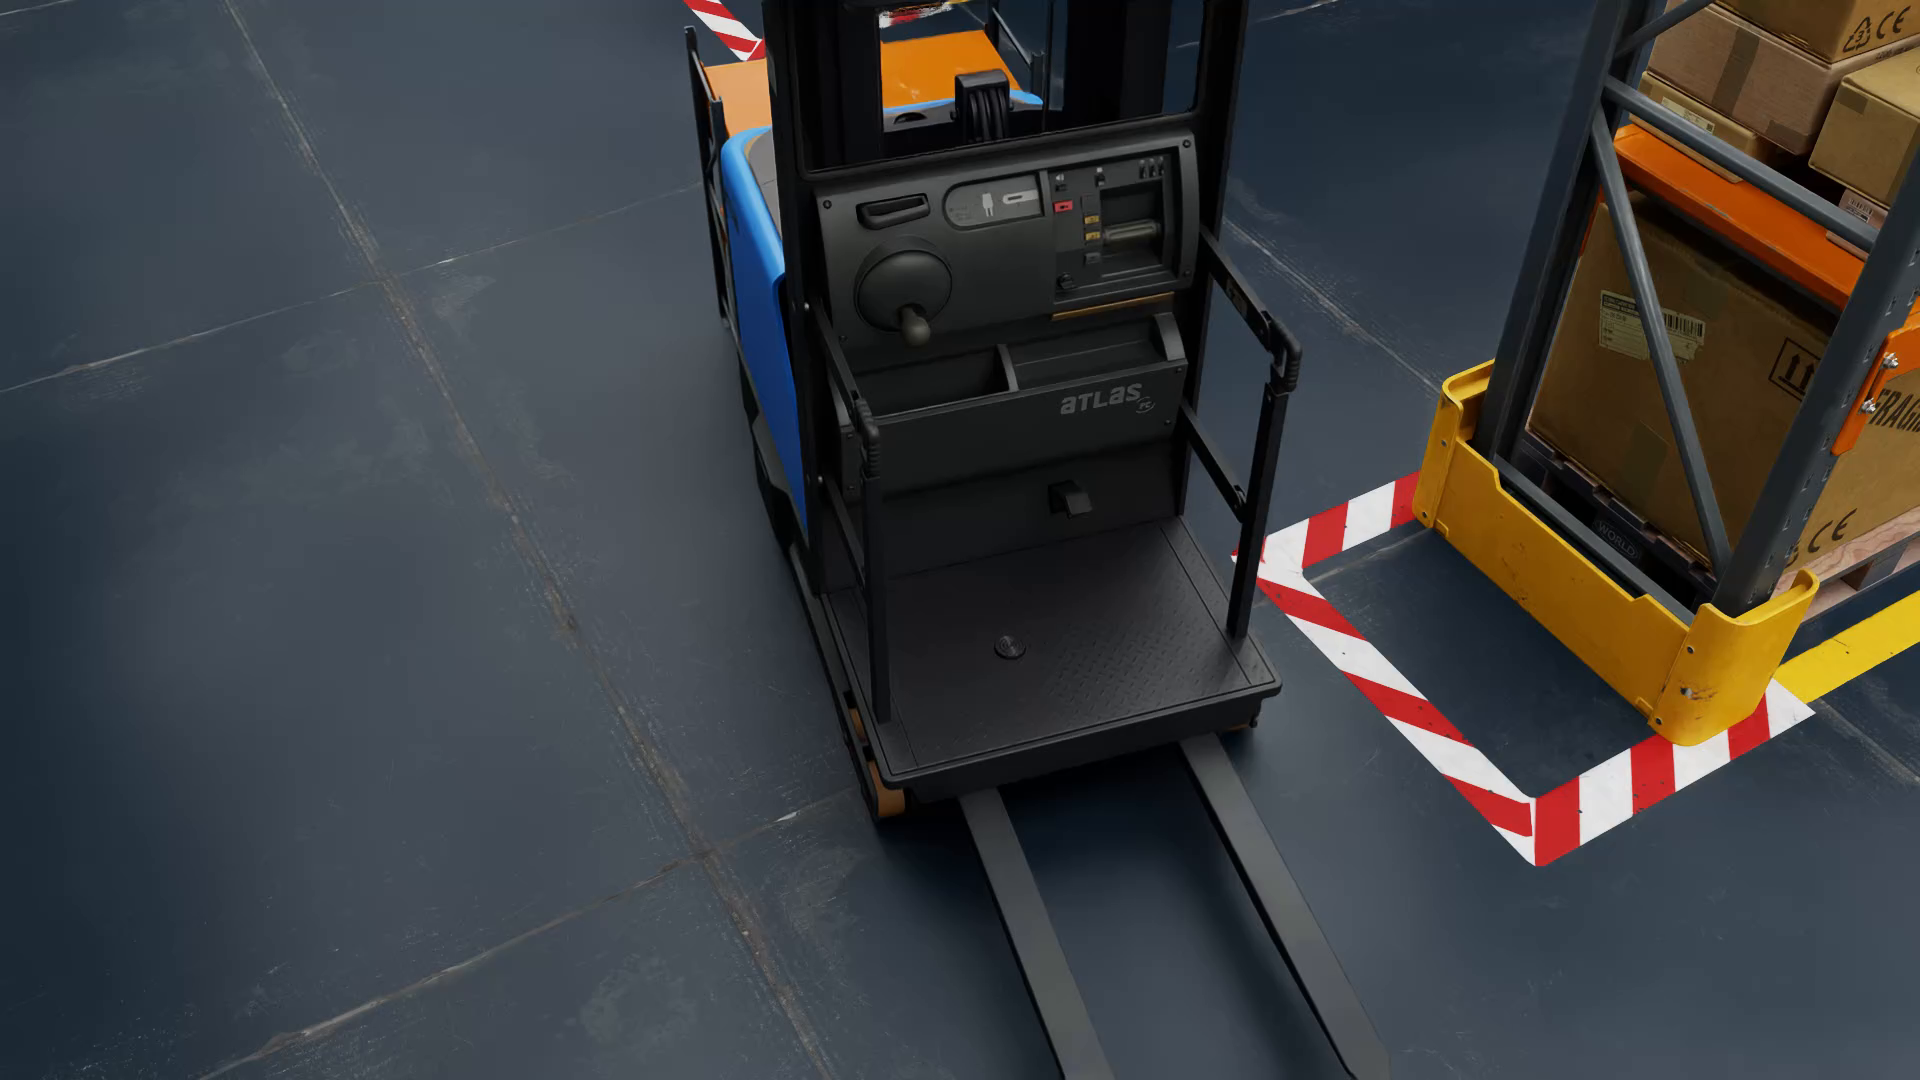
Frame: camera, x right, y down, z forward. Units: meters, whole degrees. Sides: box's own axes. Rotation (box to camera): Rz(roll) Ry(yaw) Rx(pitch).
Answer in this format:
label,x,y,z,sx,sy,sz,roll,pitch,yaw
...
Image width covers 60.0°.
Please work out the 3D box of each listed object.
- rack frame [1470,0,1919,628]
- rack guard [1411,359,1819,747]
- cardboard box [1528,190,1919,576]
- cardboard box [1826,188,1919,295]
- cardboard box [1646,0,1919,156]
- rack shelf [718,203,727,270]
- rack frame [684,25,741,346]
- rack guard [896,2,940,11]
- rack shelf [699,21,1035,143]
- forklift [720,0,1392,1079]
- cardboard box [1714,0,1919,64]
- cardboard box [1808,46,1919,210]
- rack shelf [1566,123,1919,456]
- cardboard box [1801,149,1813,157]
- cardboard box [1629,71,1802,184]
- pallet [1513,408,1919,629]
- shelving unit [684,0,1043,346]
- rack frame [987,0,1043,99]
label,x,y,z,sx,sy,sz,roll,pitch,yaw
rack frame,1.889,-0.902,4.026,0.127,3.000,1.000,-22,48,-21
rack guard,1.868,0.003,4.888,0.348,0.500,1.175,-22,48,-21
cardboard box,2.404,-0.561,4.898,0.875,0.875,0.875,-22,48,-21
cardboard box,2.361,-0.736,4.035,0.250,0.149,0.380,-21,48,-21
cardboard box,2.177,-1.283,4.313,0.500,0.250,0.500,-23,48,-22
rack shelf,-0.312,-1.004,5.828,1.000,0.278,0.538,-12,45,-12
rack frame,-0.799,-1.079,5.554,0.032,1.125,0.500,-12,45,-12
rack guard,-0.429,-3.061,8.046,0.348,0.500,1.175,-22,48,-21
rack shelf,-0.312,-1.390,5.454,1.000,0.278,0.538,-12,45,-12
forklift,0.192,-0.621,3.786,1.130,2.935,3.031,-12,45,-12
cardboard box,2.180,-1.552,4.051,0.500,0.500,0.500,-21,48,-20
cardboard box,2.440,-0.958,3.978,0.500,0.250,0.500,-23,49,-22
rack shelf,3.623,-1.338,4.991,4.000,0.370,1.077,-22,48,-21
cardboard box,2.258,-1.225,4.539,0.250,0.149,0.380,-21,48,-21
cardboard box,2.034,-1.134,4.445,0.250,0.149,0.380,-21,48,-20
pallet,2.543,-0.226,5.331,1.213,0.211,1.003,-22,48,-21
shelving unit,-0.312,-1.180,5.658,1.048,1.125,0.538,-12,45,-12
rack frame,0.175,-1.281,5.763,0.032,1.125,0.500,-12,45,-12
